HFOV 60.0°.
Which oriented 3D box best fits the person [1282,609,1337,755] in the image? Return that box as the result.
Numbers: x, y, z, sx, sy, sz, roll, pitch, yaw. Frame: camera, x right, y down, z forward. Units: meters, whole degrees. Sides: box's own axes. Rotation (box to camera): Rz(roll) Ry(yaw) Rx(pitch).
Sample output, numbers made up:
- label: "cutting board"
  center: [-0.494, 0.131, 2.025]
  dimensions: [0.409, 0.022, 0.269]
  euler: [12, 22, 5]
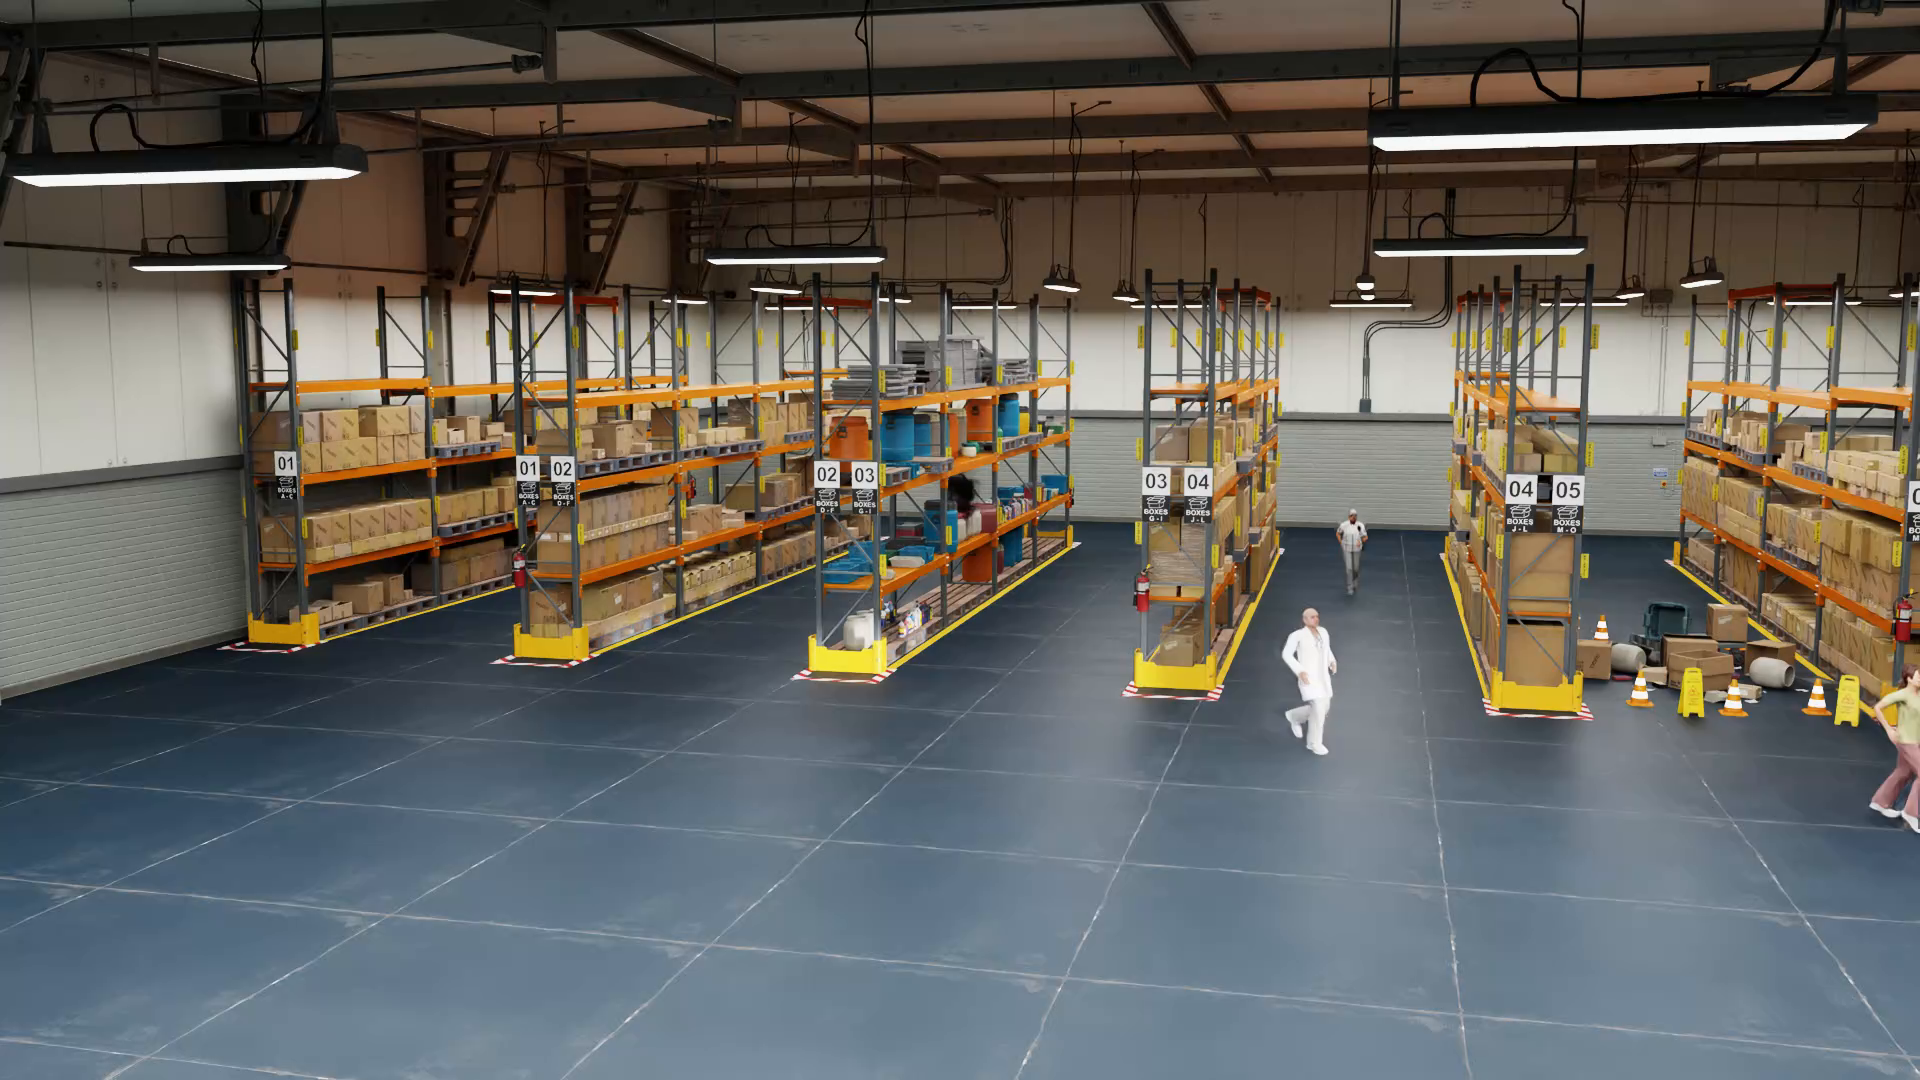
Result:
- label: "person"
  center: [4.284, 1.705, 20.409]
  dimensions: [0.707, 1.762, 0.744]
  euler: [-4, 8, -31]

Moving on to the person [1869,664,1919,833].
- label: "person"
  center: [9.775, 2.129, 17.142]
  dimensions: [0.548, 1.723, 0.724]
  euler: [-5, 9, -37]

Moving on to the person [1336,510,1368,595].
- label: "person"
  center: [7.798, 0.225, 33.102]
  dimensions: [0.611, 1.672, 0.755]
  euler: [1, 7, 7]
